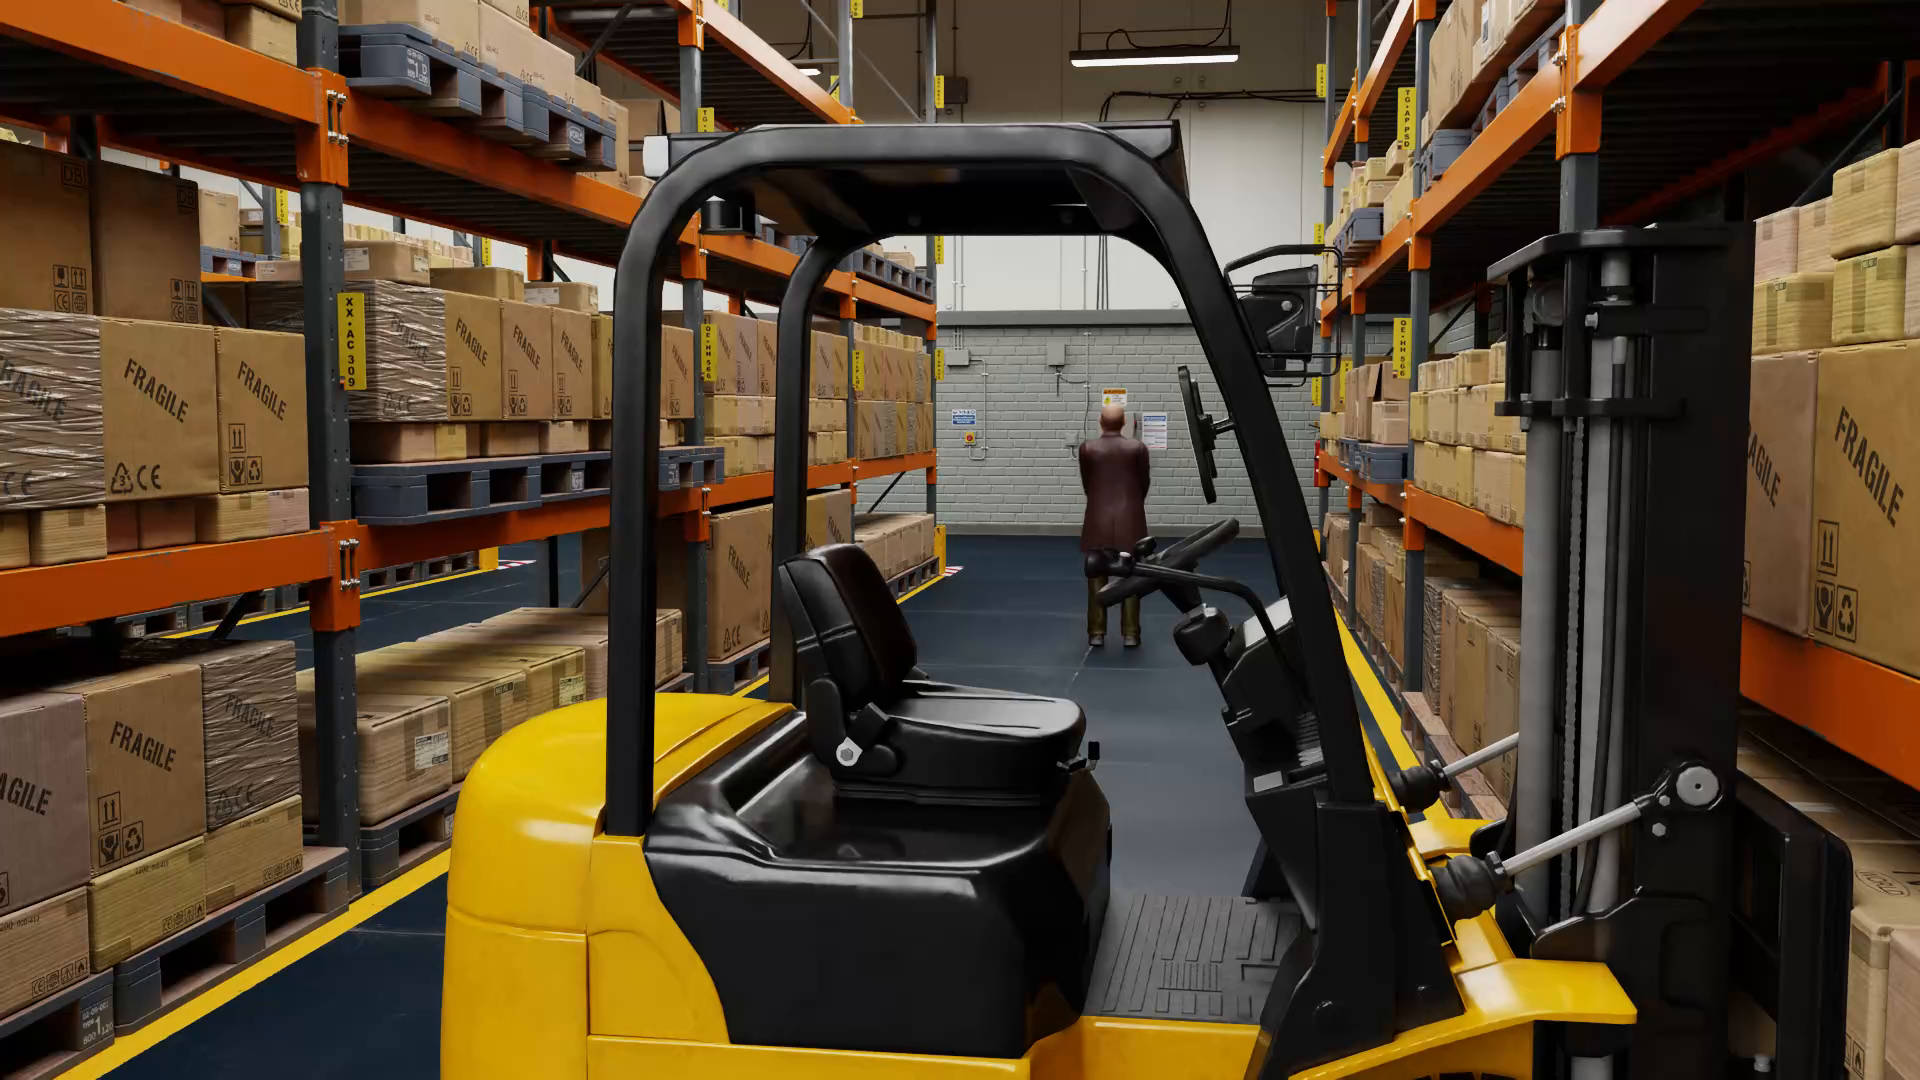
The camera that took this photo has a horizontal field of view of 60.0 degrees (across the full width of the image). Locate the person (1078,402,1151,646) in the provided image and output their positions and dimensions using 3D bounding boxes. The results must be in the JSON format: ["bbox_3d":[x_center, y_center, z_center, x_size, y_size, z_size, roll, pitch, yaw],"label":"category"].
[{"bbox_3d":[1.140,-0.124,12.237,0.526,1.776,0.545,1,4,9],"label":"person"}]
